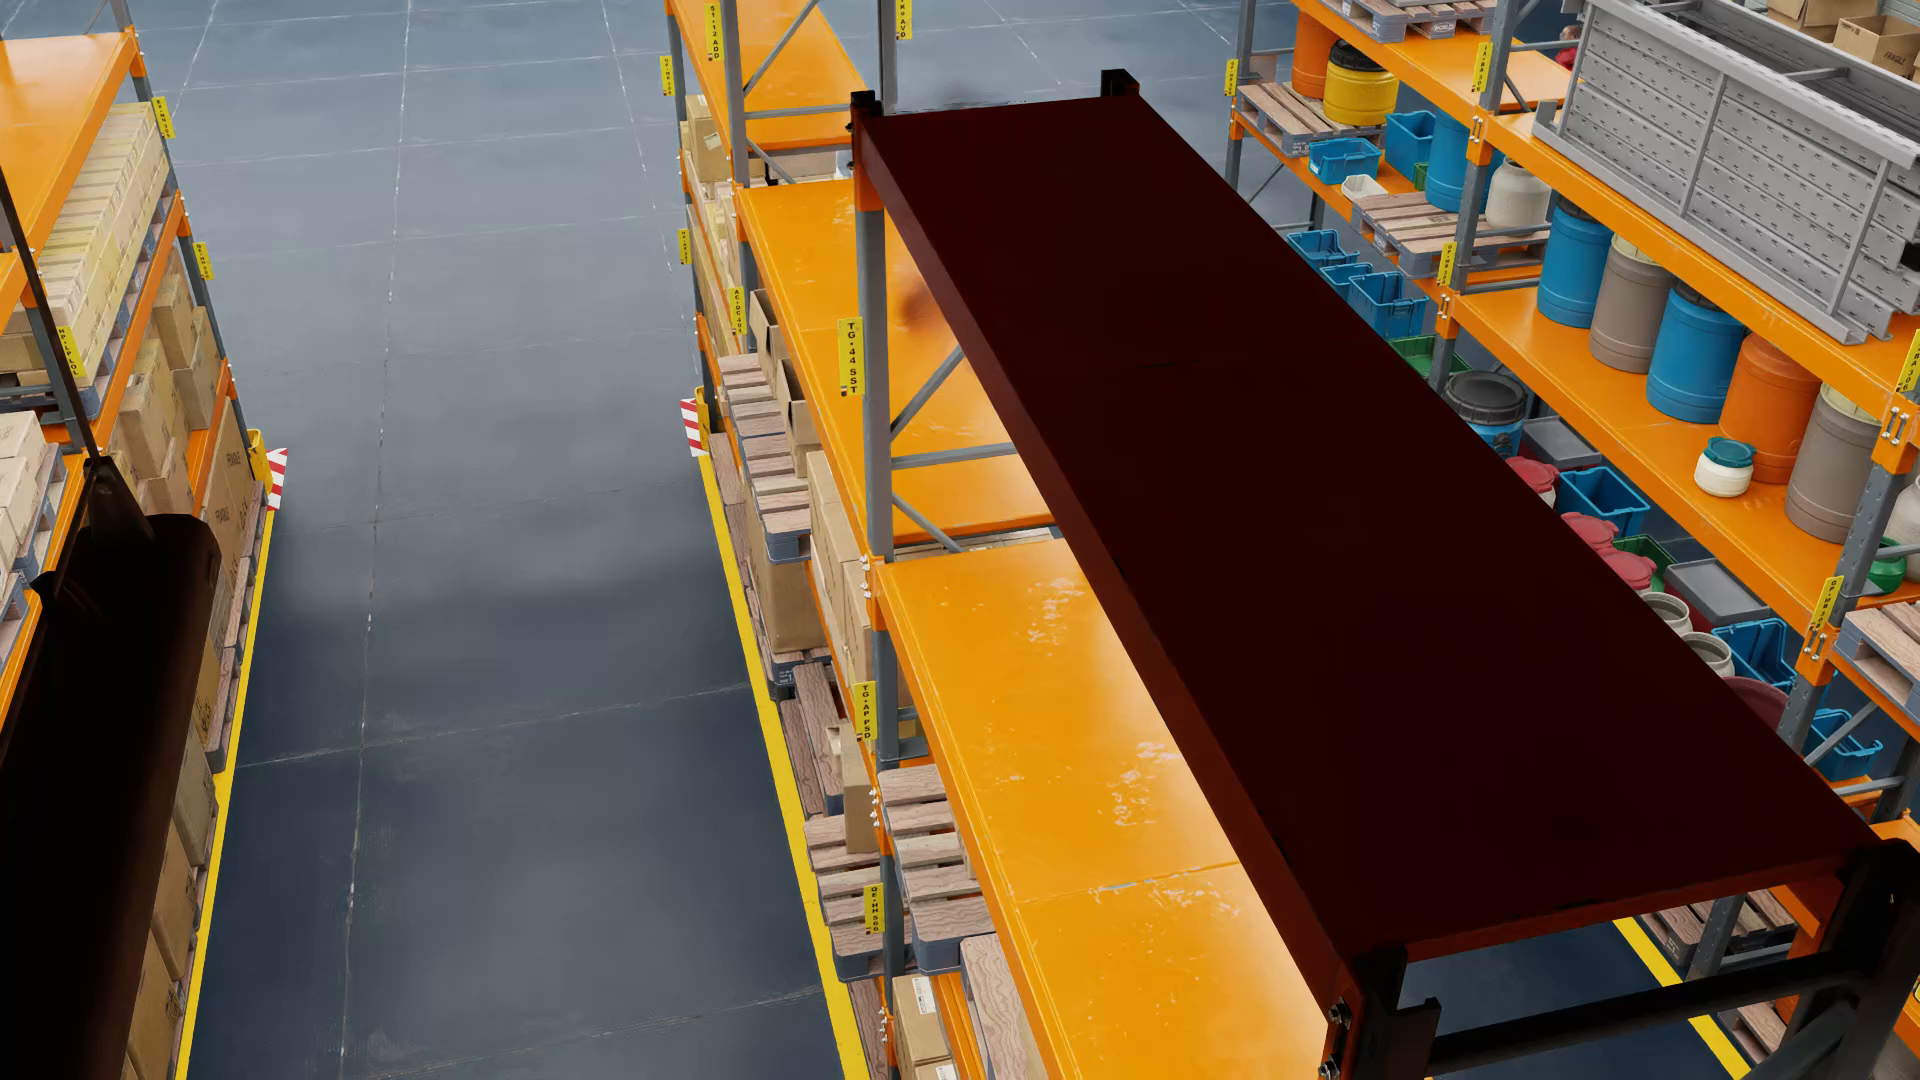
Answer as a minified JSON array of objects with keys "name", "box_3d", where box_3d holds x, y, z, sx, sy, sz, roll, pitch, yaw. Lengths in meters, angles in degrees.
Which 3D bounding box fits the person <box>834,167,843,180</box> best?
[{"name":"person","box_3d":[-1.462,-3.777,18.270,1.030,1.627,0.649,16,37,22]}]

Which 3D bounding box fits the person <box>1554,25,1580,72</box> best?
[{"name":"person","box_3d":[7.521,-5.523,20.648,1.007,1.736,0.685,4,35,5]}]
